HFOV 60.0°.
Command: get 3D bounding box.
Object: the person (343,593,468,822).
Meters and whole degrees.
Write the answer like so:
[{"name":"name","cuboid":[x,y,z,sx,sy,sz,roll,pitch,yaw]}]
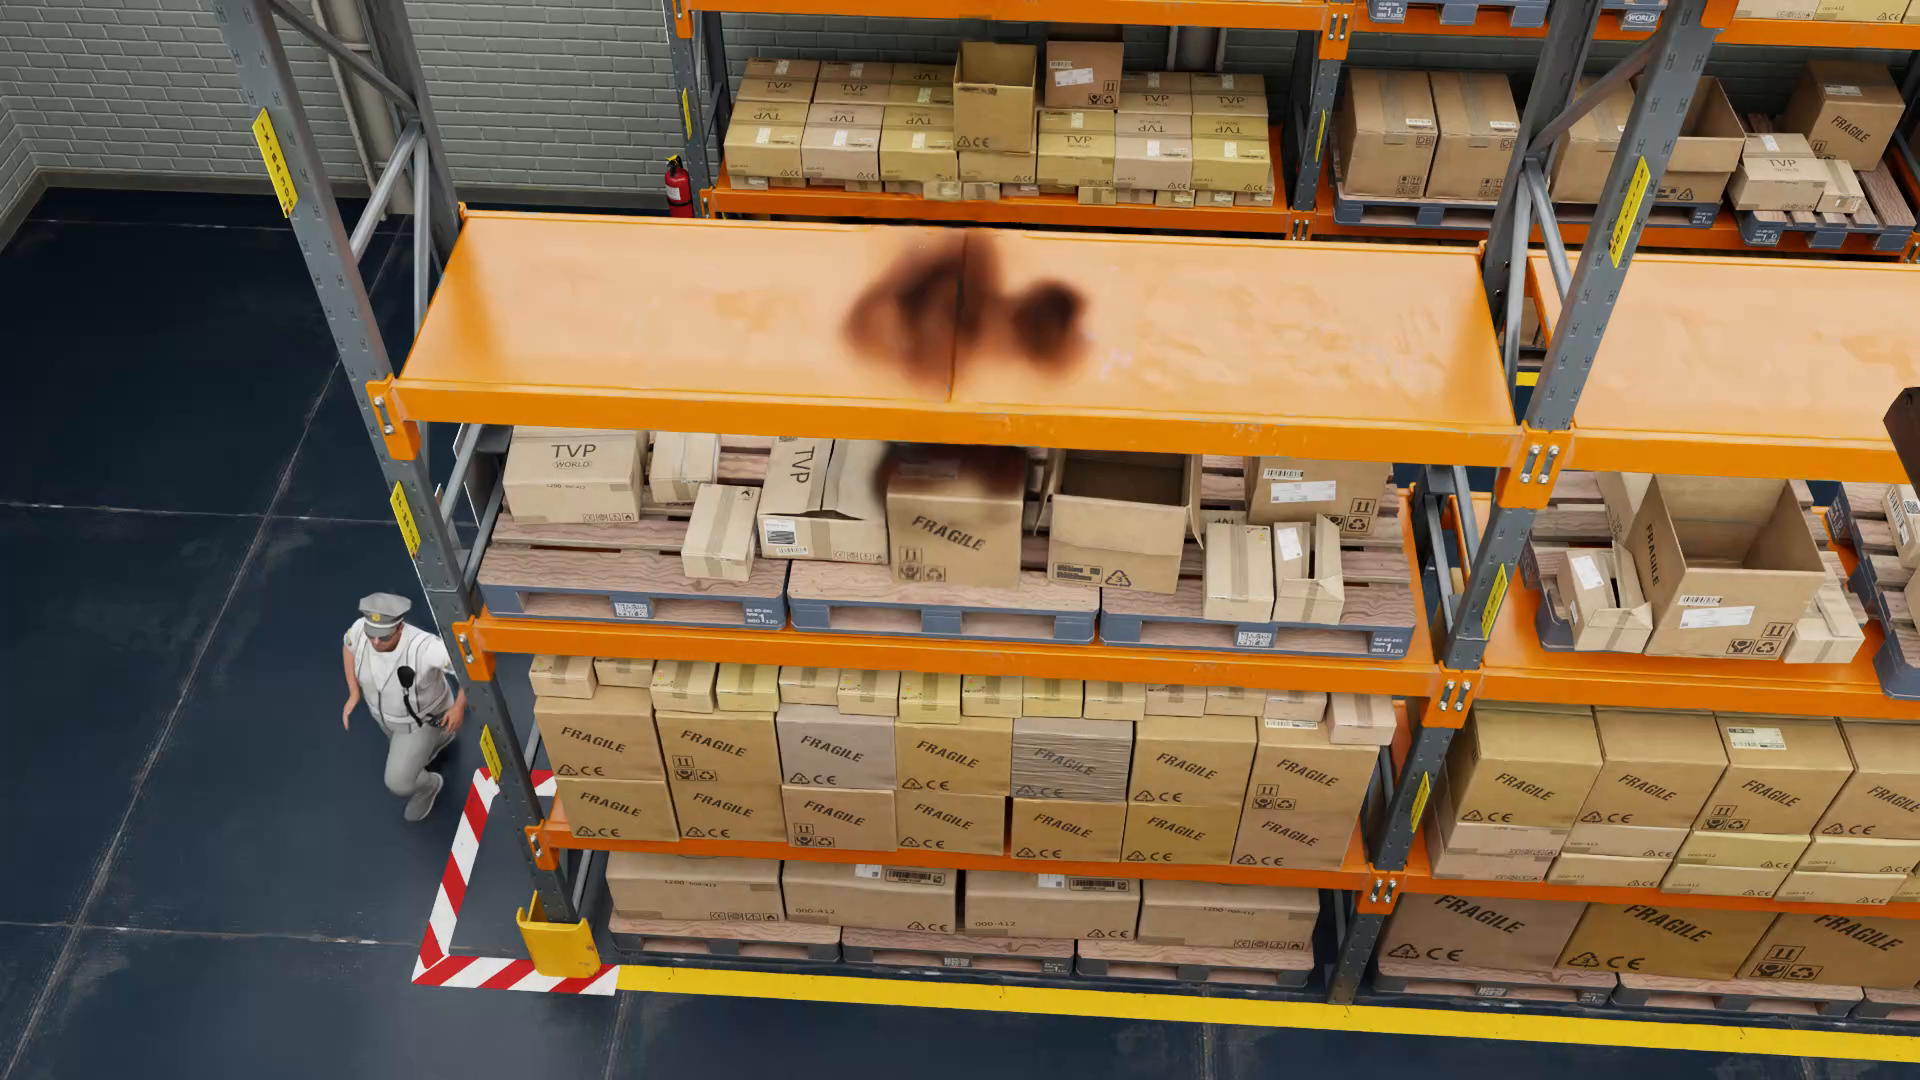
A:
[{"name":"person","cuboid":[-2.890,0.884,8.792,0.724,1.790,0.676,22,51,19]}]
